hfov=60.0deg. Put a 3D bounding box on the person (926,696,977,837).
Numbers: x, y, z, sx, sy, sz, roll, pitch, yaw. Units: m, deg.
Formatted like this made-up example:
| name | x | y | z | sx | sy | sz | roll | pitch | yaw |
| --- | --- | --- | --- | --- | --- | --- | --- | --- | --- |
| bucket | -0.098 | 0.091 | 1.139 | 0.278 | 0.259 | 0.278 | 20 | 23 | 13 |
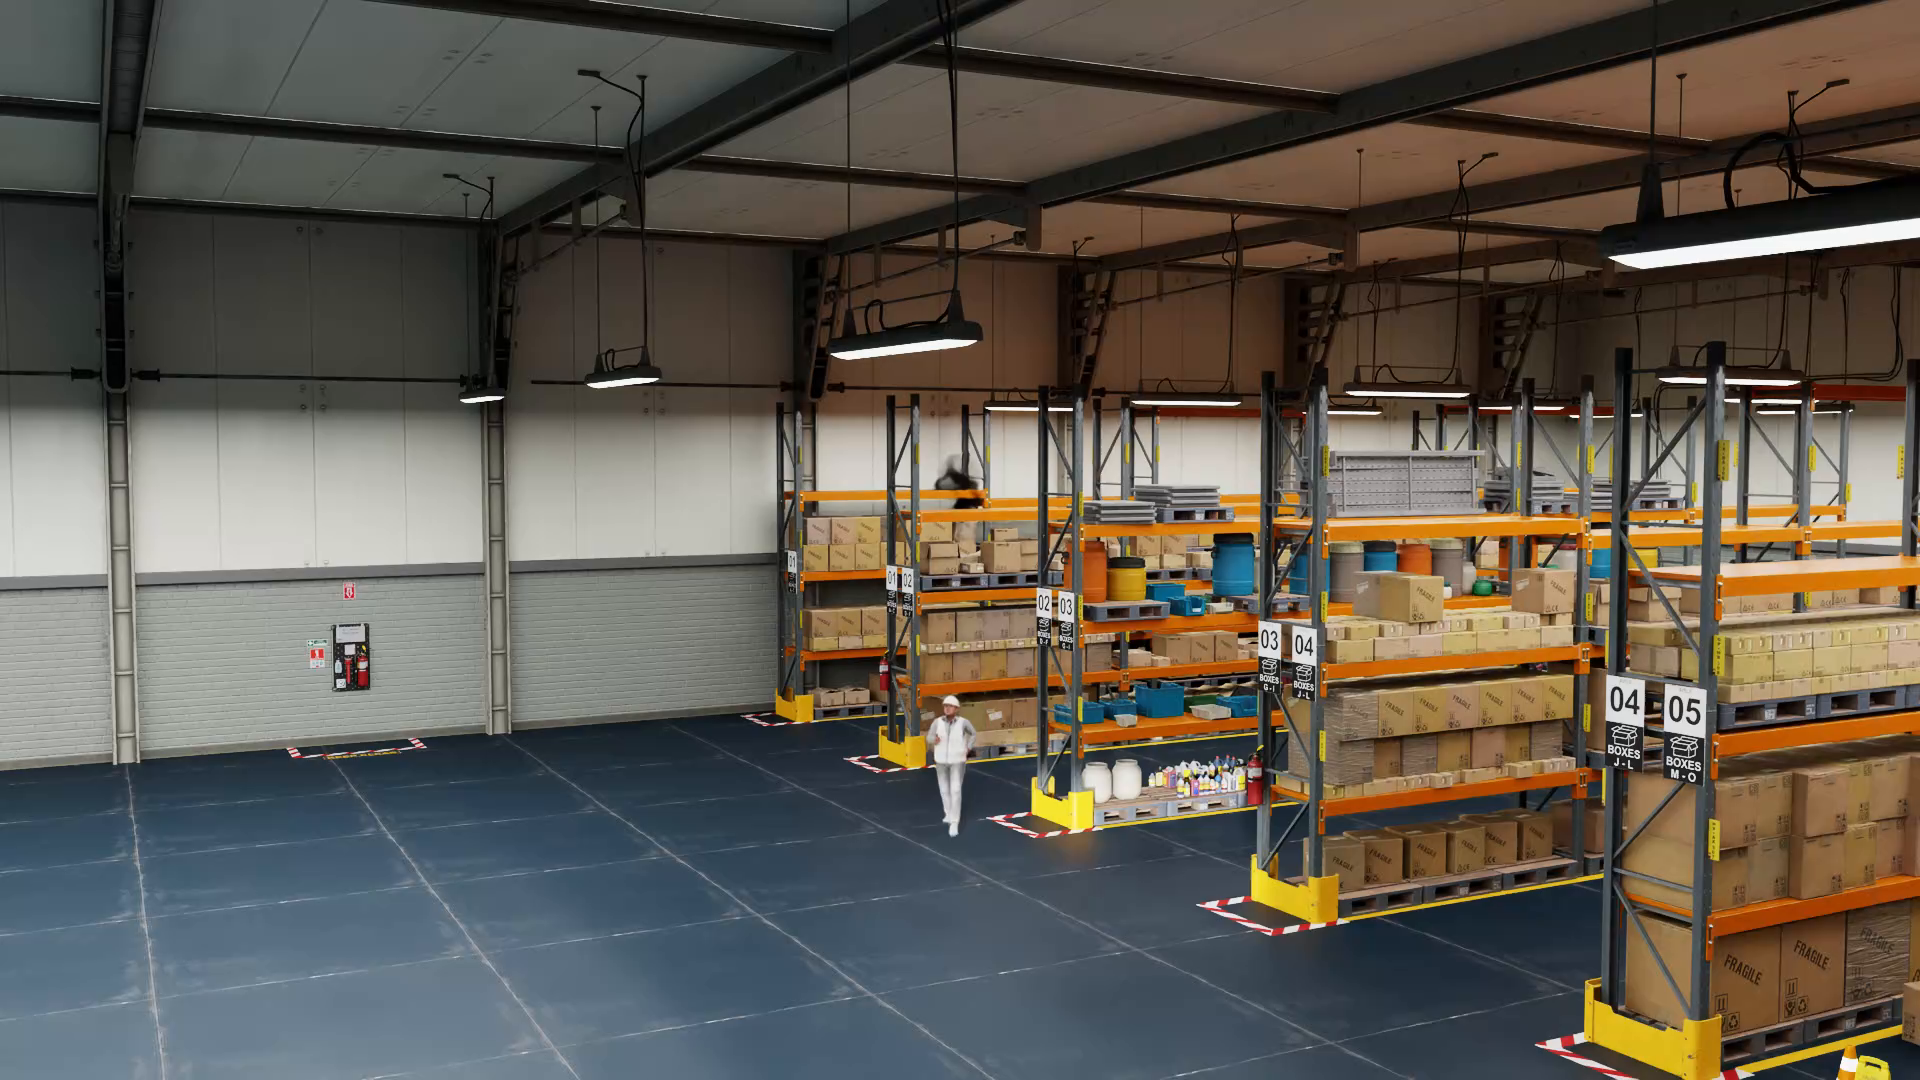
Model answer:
| name | x | y | z | sx | sy | sz | roll | pitch | yaw |
| --- | --- | --- | --- | --- | --- | --- | --- | --- | --- |
| person | -0.143 | 3.009 | 22.358 | 0.656 | 1.835 | 0.751 | 1 | 3 | 17 |
